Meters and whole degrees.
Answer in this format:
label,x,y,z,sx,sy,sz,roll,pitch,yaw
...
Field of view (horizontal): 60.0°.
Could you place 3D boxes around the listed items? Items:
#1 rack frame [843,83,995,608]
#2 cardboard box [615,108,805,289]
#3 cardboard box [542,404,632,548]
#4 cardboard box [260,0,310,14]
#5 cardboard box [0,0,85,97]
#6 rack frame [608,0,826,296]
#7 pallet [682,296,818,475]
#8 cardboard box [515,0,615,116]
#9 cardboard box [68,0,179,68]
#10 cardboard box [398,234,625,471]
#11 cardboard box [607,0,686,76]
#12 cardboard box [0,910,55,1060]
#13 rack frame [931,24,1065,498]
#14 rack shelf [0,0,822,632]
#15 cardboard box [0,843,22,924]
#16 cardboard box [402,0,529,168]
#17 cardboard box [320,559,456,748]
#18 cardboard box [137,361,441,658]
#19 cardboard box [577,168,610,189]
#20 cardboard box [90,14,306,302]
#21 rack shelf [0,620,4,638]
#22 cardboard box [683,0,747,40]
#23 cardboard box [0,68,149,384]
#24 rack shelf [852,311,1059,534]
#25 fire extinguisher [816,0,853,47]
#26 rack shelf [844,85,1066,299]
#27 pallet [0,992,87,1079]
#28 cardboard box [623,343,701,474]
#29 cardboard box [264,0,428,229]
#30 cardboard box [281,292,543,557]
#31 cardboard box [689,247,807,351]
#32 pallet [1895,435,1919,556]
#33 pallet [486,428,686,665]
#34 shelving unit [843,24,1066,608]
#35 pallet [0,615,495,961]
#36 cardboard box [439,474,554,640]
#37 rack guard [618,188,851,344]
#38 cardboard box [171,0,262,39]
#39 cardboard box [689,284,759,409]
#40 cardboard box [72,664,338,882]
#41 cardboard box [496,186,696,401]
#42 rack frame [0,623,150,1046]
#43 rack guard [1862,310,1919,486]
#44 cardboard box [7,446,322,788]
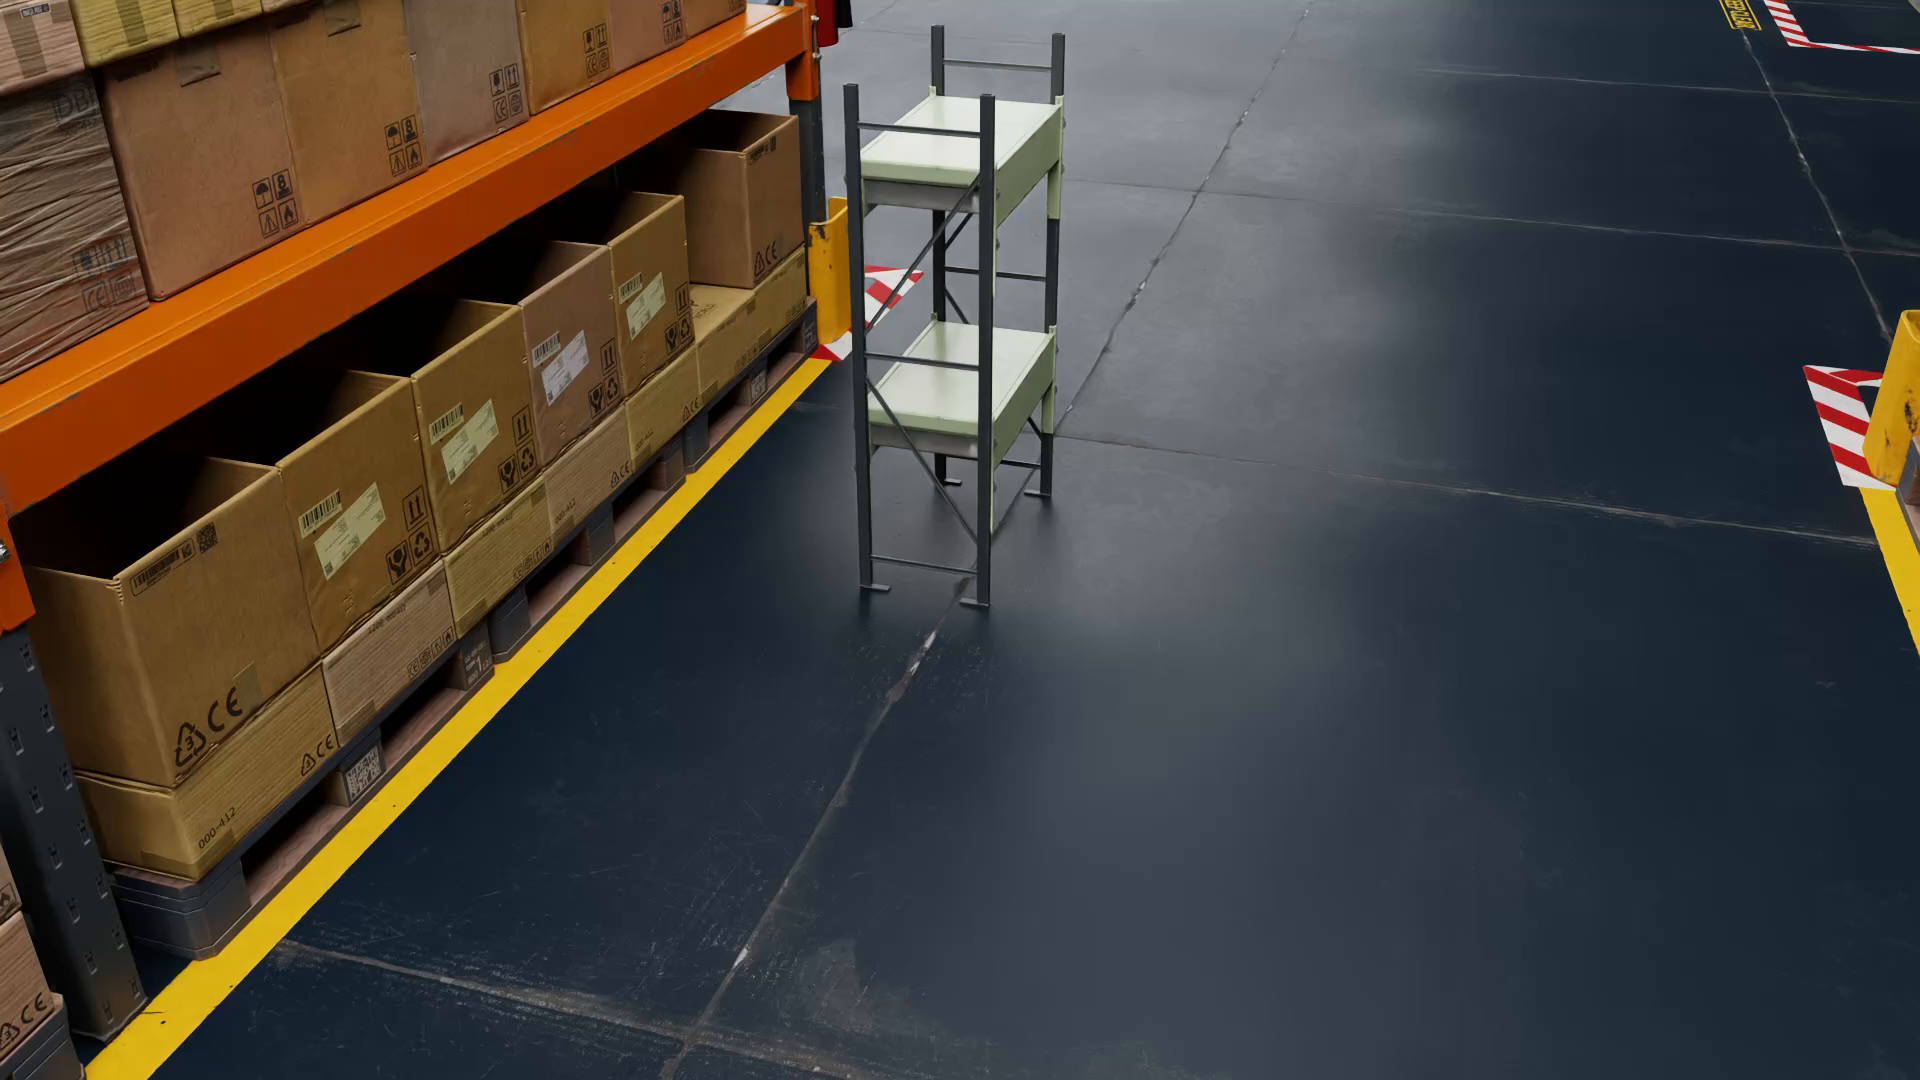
label,x,y,z,sx,sy,sz,roll,pitch,yaw
rack frame,-0.105,-0.488,4.585,0.400,1.500,0.023,8,30,15
cardboard box,-0.899,-1.256,6.047,0.500,0.500,0.500,8,30,15
cardboard box,-1.330,-0.229,4.973,0.500,0.250,0.500,8,30,15
cardboard box,-1.637,-1.278,3.692,0.380,0.149,0.250,7,30,13
cardboard box,-1.863,-0.920,3.048,0.380,0.149,0.250,9,30,16
rack frame,-1.026,-2.238,6.187,1.000,3.000,0.127,8,30,15
pallet,-1.210,-0.658,6.215,1.003,0.211,1.213,8,30,15
cardboard box,-1.476,-1.592,4.923,0.700,0.500,0.500,9,30,15
cardboard box,-1.788,-1.040,3.264,0.380,0.149,0.250,8,30,14
cardboard box,-1.326,-0.557,4.790,0.500,0.500,0.500,8,30,15
cardboard box,-1.325,-1.821,5.336,0.700,0.500,0.500,9,30,16
cardboard box,-2.045,0.873,2.991,0.500,0.250,0.500,8,30,14
rack frame,0.109,-0.829,5.197,0.400,1.500,0.023,8,30,15
rack shelf,-1.613,-0.994,4.691,1.077,0.370,4.000,8,30,15
cardboard box,-2.045,0.623,2.863,0.500,0.311,0.500,8,30,15
cardboard box,-1.627,-1.346,4.482,0.700,0.500,0.500,9,30,16
cardboard box,-1.623,0.235,4.138,0.500,0.250,0.500,8,30,15
cardboard box,-1.625,-0.093,3.956,0.500,0.500,0.500,8,30,15
cardboard box,-1.541,-1.097,5.762,0.500,0.500,0.500,8,30,15
cardboard box,-1.927,-0.876,3.636,0.700,0.500,0.500,8,30,14
rack shelf,-2.787,0.865,1.349,1.077,0.370,4.000,8,30,15
cardboard box,-1.175,-2.066,5.776,0.700,0.500,0.500,9,30,15
cardboard box,-2.076,-0.630,3.193,0.700,0.500,0.500,8,30,14
rack shelf,0.002,-0.374,5.049,0.431,0.370,0.720,8,30,15
fire extinguisher,-0.547,-2.192,6.185,0.296,0.674,0.183,8,30,15
rack shelf,0.002,-1.000,4.701,0.431,0.370,0.720,8,30,15
pallet,-2.379,1.188,2.898,1.003,0.211,1.213,8,30,15
cardboard box,-1.181,-0.461,5.390,0.500,0.250,0.500,8,30,15
cardboard box,-1.776,-1.108,4.054,0.700,0.500,0.500,9,30,16
cardboard box,-1.471,-0.324,4.372,0.500,0.500,0.500,8,30,15
cardboard box,-0.901,-0.928,6.229,0.500,0.250,0.500,8,30,15
pallet,3.416,0.094,4.864,1.003,0.211,1.213,8,30,15
pallet,-1.570,-0.093,5.199,1.003,0.211,1.213,8,30,15
shelving unit,0.002,-0.659,4.891,0.431,1.500,0.755,8,30,15
pallet,-1.927,0.476,4.177,1.003,0.211,1.213,8,30,15
cardboard box,-1.471,0.004,4.554,0.500,0.250,0.500,8,30,15
rack guard,-1.019,-1.156,6.815,1.175,0.500,0.348,8,30,15
cardboard box,-1.713,-1.162,3.483,0.380,0.149,0.250,8,30,14
cardboard box,-1.036,-0.694,5.809,0.500,0.250,0.500,8,30,15
cardboard box,-1.774,0.467,3.721,0.500,0.250,0.500,8,30,15
cardboard box,-1.178,-0.789,5.207,0.500,0.500,0.500,8,30,15
rack frame,-2.200,-0.379,2.845,1.000,3.000,0.127,8,30,15
rack guard,3.688,-0.405,5.463,1.175,0.500,0.348,8,30,15
cardboard box,-1.765,0.141,3.536,0.500,0.500,0.500,8,30,15
